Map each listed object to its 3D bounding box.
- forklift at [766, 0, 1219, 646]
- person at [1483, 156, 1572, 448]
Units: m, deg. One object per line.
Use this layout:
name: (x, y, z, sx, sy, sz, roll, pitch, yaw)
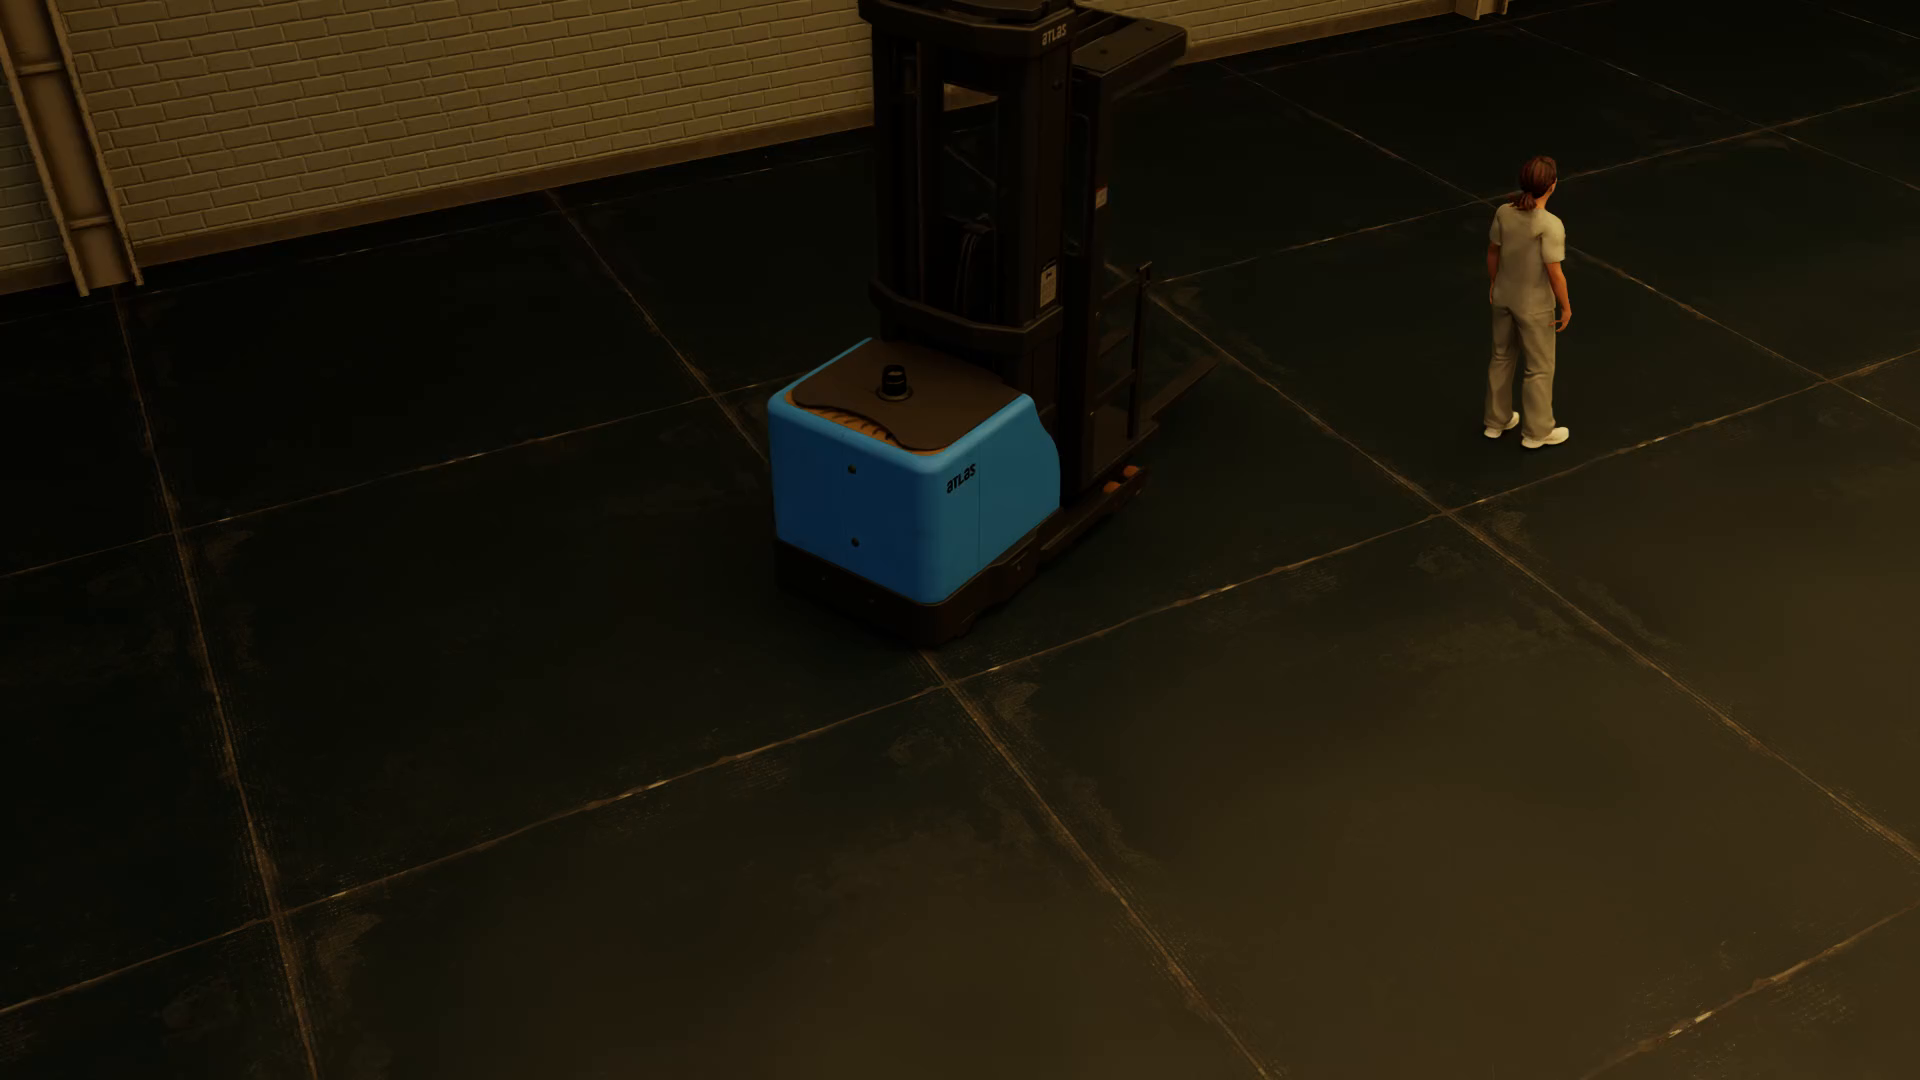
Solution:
forklift: (0.359, -1.496, 8.239, 1.130, 2.935, 3.031, 23, 41, 29)
person: (3.110, -1.301, 9.044, 0.539, 1.678, 0.538, -21, 40, -27)
